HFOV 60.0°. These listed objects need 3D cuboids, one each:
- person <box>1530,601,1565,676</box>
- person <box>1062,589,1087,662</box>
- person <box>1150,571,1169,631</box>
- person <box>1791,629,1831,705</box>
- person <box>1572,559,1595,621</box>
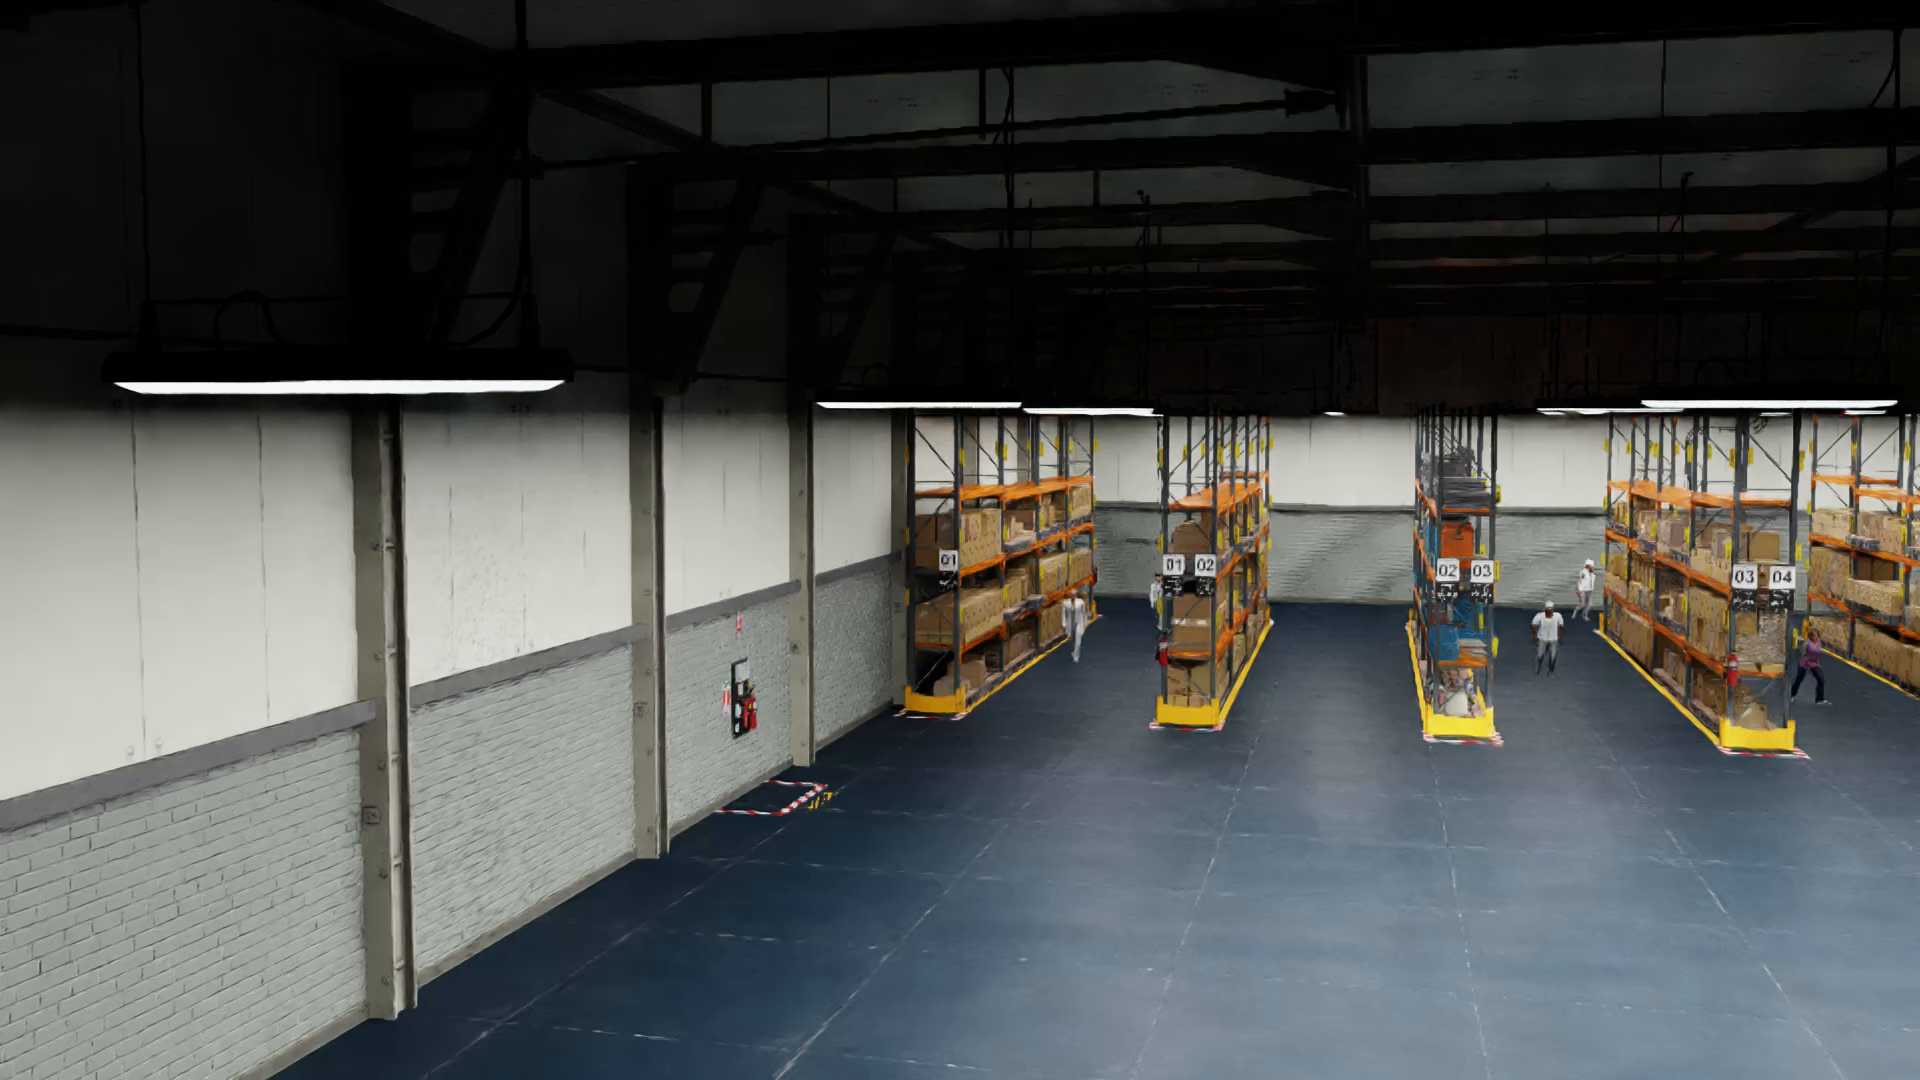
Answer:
[{"bbox_3d":[13.030,2.189,36.888,0.719,1.714,0.578,1,4,12],"label":"person"},{"bbox_3d":[2.686,1.995,39.302,0.598,1.698,1.194,1,4,16],"label":"person"},{"bbox_3d":[5.385,1.628,45.089,0.495,1.589,1.086,1,4,17],"label":"person"},{"bbox_3d":[17.041,2.518,33.365,0.562,1.527,0.782,0,4,-3],"label":"person"},{"bbox_3d":[17.682,1.417,47.106,0.584,1.765,0.565,-2,5,-23],"label":"person"}]
